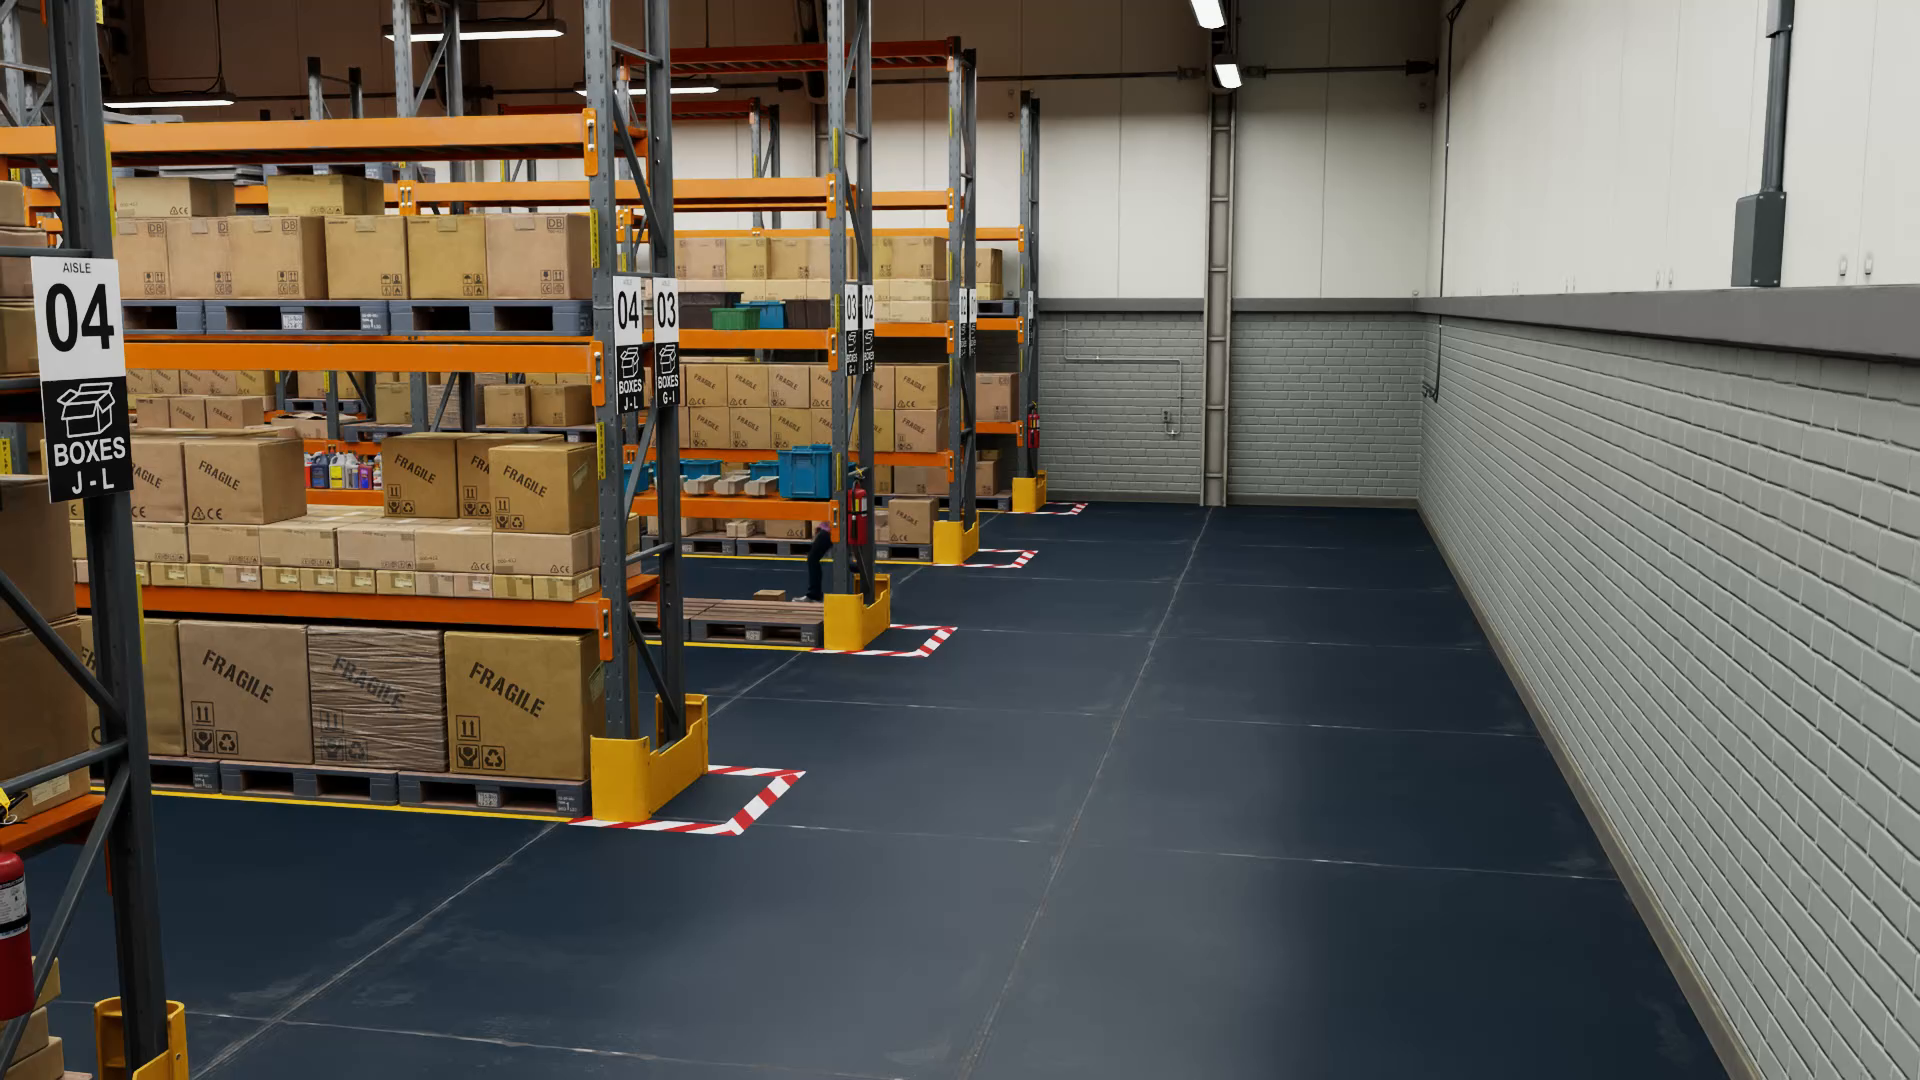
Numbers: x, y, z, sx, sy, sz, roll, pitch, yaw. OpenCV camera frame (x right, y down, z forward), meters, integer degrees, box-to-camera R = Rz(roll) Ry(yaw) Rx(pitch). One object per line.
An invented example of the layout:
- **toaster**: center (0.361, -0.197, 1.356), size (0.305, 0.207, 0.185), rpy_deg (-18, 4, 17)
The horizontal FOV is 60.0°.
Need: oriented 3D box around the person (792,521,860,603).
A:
- **person**: center (-1.229, -0.108, 16.569), size (0.913, 1.543, 0.421), rpy_deg (1, 8, 8)
